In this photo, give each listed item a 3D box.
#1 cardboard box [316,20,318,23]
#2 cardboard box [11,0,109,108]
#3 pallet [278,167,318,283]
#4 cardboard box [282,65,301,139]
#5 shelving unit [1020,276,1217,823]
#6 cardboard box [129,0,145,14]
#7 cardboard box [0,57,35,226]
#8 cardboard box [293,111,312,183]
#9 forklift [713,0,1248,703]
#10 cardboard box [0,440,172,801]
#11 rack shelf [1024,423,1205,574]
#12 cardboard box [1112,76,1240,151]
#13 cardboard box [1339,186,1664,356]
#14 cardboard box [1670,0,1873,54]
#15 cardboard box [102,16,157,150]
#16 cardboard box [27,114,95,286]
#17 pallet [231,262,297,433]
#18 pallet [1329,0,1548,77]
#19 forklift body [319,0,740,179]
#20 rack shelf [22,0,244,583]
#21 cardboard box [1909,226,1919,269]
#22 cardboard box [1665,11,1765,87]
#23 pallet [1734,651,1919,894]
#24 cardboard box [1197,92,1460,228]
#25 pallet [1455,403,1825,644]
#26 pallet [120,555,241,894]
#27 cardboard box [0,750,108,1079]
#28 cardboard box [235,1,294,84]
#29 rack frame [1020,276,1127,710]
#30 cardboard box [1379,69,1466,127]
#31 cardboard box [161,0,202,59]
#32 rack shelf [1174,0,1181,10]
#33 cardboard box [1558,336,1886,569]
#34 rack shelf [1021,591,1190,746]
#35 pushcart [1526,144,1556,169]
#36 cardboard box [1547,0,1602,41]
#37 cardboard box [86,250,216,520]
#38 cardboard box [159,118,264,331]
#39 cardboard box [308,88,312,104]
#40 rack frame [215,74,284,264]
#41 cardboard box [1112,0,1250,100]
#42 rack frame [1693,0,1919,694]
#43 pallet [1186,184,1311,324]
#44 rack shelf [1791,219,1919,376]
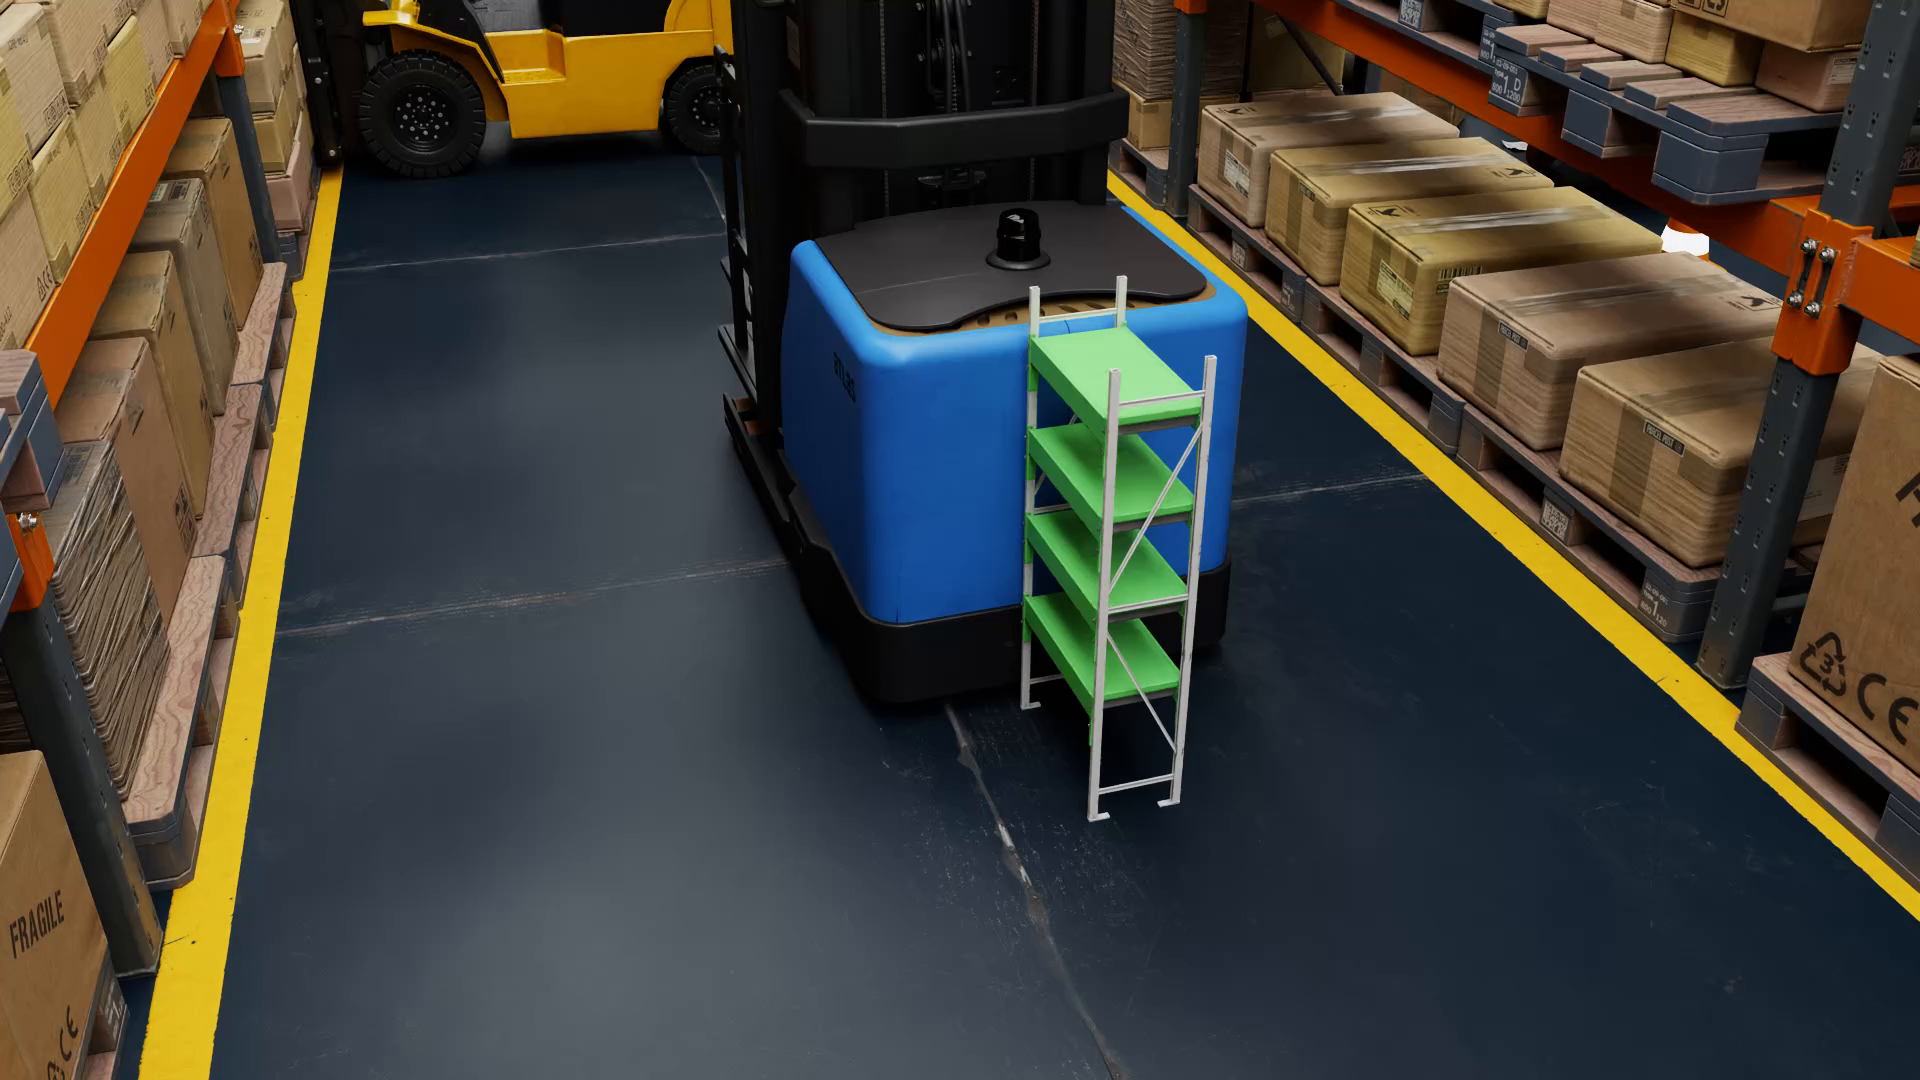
[{"bbox_3d":[-3.657,-2.703,8.753,0.500,0.250,0.500,-9,31,-14],"label":"cardboard box"},{"bbox_3d":[-2.379,-1.210,3.998,0.500,0.250,0.500,-9,31,-15],"label":"cardboard box"},{"bbox_3d":[-3.476,-1.430,7.509,1.003,0.211,1.213,-8,31,-13],"label":"pallet"},{"bbox_3d":[-3.272,-1.973,7.490,0.500,0.250,0.500,-8,31,-14],"label":"cardboard box"},{"bbox_3d":[0.353,0.032,3.997,0.258,1.200,0.503,-9,31,-15],"label":"shelving unit"},{"bbox_3d":[-2.655,-1.700,4.844,0.500,0.250,0.500,-7,31,-12],"label":"cardboard box"},{"bbox_3d":[-2.102,-0.717,3.144,0.500,0.250,0.500,-8,31,-13],"label":"cardboard box"},{"bbox_3d":[-3.265,-1.760,7.621,0.500,0.250,0.500,-9,31,-14],"label":"cardboard box"},{"bbox_3d":[-0.191,-1.567,5.031,1.130,2.935,3.031,-9,31,-15],"label":"forklift"},{"bbox_3d":[-2.396,0.228,3.813,0.875,0.625,0.625,-7,31,-12],"label":"cardboard box"},{"bbox_3d":[0.353,-0.120,3.909,0.258,0.148,0.480,-9,31,-15],"label":"rack shelf"},{"bbox_3d":[1.063,-2.150,8.296,0.500,0.250,0.500,-6,31,-11],"label":"cardboard box"},{"bbox_3d":[2.001,-1.018,6.218,0.950,0.372,0.625,-7,31,-12],"label":"cardboard box"},{"bbox_3d":[2.152,-1.513,4.054,0.500,0.500,0.500,-9,31,-15],"label":"cardboard box"},{"bbox_3d":[-2.534,-1.239,4.546,0.500,0.250,0.500,-7,31,-12],"label":"cardboard box"},{"bbox_3d":[-2.255,-0.741,3.685,0.500,0.250,0.500,-9,31,-14],"label":"cardboard box"},{"bbox_3d":[-3.072,-0.689,6.230,1.003,0.211,1.213,-8,31,-13],"label":"pallet"},{"bbox_3d":[1.976,-1.844,5.634,1.003,0.211,1.213,-8,31,-13],"label":"pallet"},{"bbox_3d":[-2.105,-3.138,8.525,2.313,2.155,1.214,-8,31,-13],"label":"forklift body"},{"bbox_3d":[-2.775,-0.970,4.649,1.077,0.370,4.000,-8,31,-13],"label":"rack shelf"},{"bbox_3d":[2.428,-0.642,3.515,0.500,0.250,0.500,-8,31,-14],"label":"cardboard box"},{"bbox_3d":[2.086,-1.297,4.328,0.380,0.149,0.250,-7,31,-13],"label":"cardboard box"},{"bbox_3d":[2.677,0.621,3.967,1.003,0.211,1.213,-8,31,-13],"label":"pallet"},{"bbox_3d":[1.621,-1.700,7.397,0.950,0.372,0.625,-7,31,-13],"label":"cardboard box"},{"bbox_3d":[2.335,-0.148,5.294,1.003,0.211,1.213,-8,31,-13],"label":"pallet"},{"bbox_3d":[-2.425,0.489,4.194,1.003,0.211,1.213,-8,31,-13],"label":"pallet"},{"bbox_3d":[-1.924,0.761,3.018,0.500,0.500,0.500,-7,31,-12],"label":"cardboard box"},{"bbox_3d":[-3.258,-2.195,7.376,0.500,0.250,0.500,-8,31,-13],"label":"cardboard box"},{"bbox_3d":[0.278,-0.084,4.198,0.240,1.200,0.015,-9,31,-15],"label":"rack frame"},{"bbox_3d":[2.506,-2.526,9.113,0.500,0.500,0.500,13,32,21],"label":"cardboard box"},{"bbox_3d":[-2.781,-1.731,5.397,0.500,0.250,0.500,-8,31,-14],"label":"cardboard box"},{"bbox_3d":[0.948,-3.563,9.130,1.077,0.370,4.000,-8,31,-13],"label":"rack shelf"},{"bbox_3d":[2.400,-0.296,4.970,0.950,0.372,0.625,-10,32,-17],"label":"cardboard box"},{"bbox_3d":[0.353,0.295,4.149,0.258,0.148,0.480,-9,31,-15],"label":"rack shelf"},{"bbox_3d":[3.664,-2.101,8.503,1.648,0.377,0.936,-20,35,-30],"label":"pushcart"},{"bbox_3d":[1.917,-1.535,4.739,0.380,0.149,0.250,-9,31,-16],"label":"cardboard box"},{"bbox_3d":[-2.756,-0.412,4.918,0.875,0.625,0.625,-9,31,-15],"label":"cardboard box"},{"bbox_3d":[-3.156,-1.150,6.195,0.875,0.625,0.625,-6,31,-11],"label":"cardboard box"},{"bbox_3d":[-3.532,-2.254,8.475,0.500,0.250,0.500,-7,31,-12],"label":"cardboard box"},{"bbox_3d":[-3.306,-2.247,6.138,1.000,3.000,0.127,-8,31,-13],"label":"rack frame"},{"bbox_3d":[1.063,-2.475,8.109,0.500,0.500,0.500,-8,31,-14],"label":"cardboard box"},{"bbox_3d":[2.541,-0.977,3.943,1.000,3.000,0.127,-8,31,-13],"label":"rack frame"},{"bbox_3d":[1.687,-1.326,7.330,1.003,0.211,1.213,-8,31,-13],"label":"pallet"},{"bbox_3d":[3.072,0.300,2.455,1.077,0.370,4.000,-8,31,-13],"label":"rack shelf"}]
